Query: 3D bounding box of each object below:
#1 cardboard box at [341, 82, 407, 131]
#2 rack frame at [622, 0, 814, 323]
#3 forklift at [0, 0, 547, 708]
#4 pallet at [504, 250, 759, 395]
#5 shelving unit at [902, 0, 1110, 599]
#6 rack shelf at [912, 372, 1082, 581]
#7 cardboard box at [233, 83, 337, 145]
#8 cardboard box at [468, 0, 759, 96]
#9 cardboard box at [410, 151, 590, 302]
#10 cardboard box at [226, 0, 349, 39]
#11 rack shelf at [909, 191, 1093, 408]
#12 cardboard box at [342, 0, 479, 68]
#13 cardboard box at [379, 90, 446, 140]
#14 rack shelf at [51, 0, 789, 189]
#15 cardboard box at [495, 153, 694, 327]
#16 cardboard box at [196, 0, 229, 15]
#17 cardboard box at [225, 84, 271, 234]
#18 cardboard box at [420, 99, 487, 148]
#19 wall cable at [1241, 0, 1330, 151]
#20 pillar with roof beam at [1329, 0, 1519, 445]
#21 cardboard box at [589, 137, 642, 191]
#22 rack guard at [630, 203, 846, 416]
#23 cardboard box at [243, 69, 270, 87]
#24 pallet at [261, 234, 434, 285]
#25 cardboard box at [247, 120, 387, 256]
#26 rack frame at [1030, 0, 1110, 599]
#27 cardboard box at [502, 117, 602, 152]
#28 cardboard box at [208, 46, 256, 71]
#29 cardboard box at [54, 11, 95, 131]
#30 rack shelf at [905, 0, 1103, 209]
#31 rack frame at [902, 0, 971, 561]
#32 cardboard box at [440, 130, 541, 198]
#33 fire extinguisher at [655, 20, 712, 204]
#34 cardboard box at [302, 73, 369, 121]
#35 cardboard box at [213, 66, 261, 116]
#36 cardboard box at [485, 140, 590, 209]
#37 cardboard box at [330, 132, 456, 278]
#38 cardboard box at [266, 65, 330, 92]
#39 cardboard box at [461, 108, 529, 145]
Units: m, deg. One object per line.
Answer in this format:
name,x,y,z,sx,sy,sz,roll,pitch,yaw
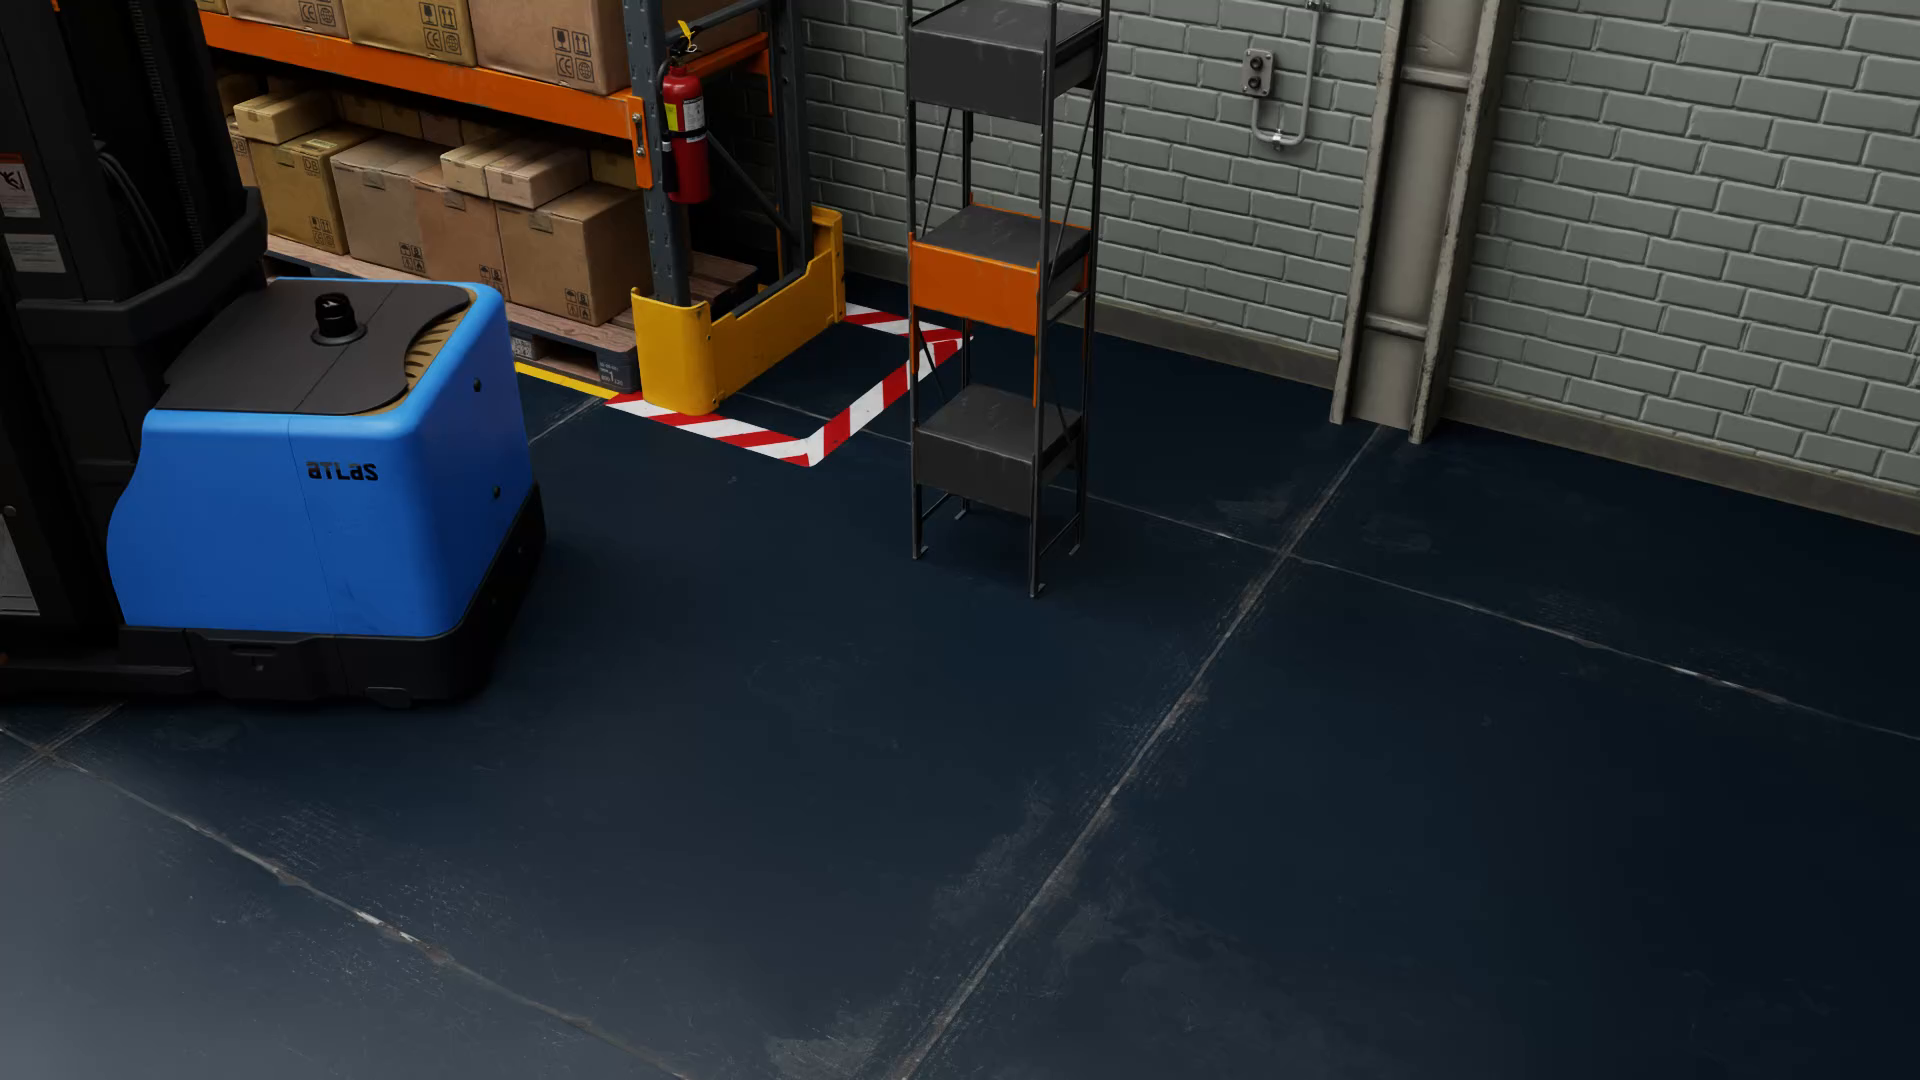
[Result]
cardboard box,-2.743,-2.122,8.021,0.250,0.149,0.380,17,37,24
rack frame,-0.972,-2.093,6.687,0.127,3.000,1.000,18,37,24
forklift,-3.065,-0.989,5.090,3.031,2.935,1.130,2,34,3
pallet,-1.705,-1.115,7.734,1.213,0.211,1.003,18,37,24
shelving unit,0.144,-0.828,5.600,0.503,2.100,0.431,18,37,24
rack shelf,0.144,-0.234,5.995,0.480,0.518,0.431,18,37,24
cardboard box,-3.187,-2.017,7.864,0.250,0.149,0.380,16,37,23
cardboard box,-1.420,-2.354,6.808,0.700,0.700,0.980,19,38,26
cardboard box,-2.064,-1.510,7.687,0.500,0.500,0.700,17,37,24
cardboard box,-2.715,-2.763,7.422,0.700,0.700,0.980,16,37,22
rack shelf,0.144,-0.817,5.607,0.480,0.518,0.431,18,37,24
cardboard box,-2.057,-2.548,7.100,0.700,0.700,0.980,17,37,24
cardboard box,-2.524,-2.052,7.916,0.250,0.149,0.380,18,38,25
rack shelf,-2.709,-2.344,7.713,4.000,0.370,1.077,18,37,24
cardboard box,-1.630,-1.372,7.481,0.500,0.500,0.700,18,37,24
cardboard box,-3.351,-2.958,7.715,0.700,0.700,0.980,17,37,23
cardboard box,-3.412,-1.933,8.323,0.500,0.500,0.700,17,37,24
cardboard box,-2.300,-1.982,7.811,0.250,0.149,0.380,18,38,25
wall cable,0.609,-2.619,6.561,1.851,1.984,0.084,18,37,24
pillar with roof beam,-0.335,-2.192,1.424,0.400,9.000,9.100,18,37,24
cardboard box,-1.422,-1.704,7.394,0.250,0.149,0.380,18,38,25
rack guard,-0.951,-1.046,7.370,0.348,0.500,1.175,18,37,24
cardboard box,-3.847,-2.073,8.533,0.500,0.500,0.700,18,38,25
pallet,-2.760,-1.451,8.239,1.213,0.211,1.003,18,37,24
cardboard box,-2.968,-1.791,8.109,0.500,0.500,0.700,18,38,25
rack frame,0.356,-0.761,5.499,0.015,2.100,0.400,18,37,24
cardboard box,-1.862,-1.843,7.602,0.250,0.149,0.380,18,38,25
cardboard box,-3.874,-2.478,8.556,0.250,0.149,0.380,17,37,24
cardboard box,-5.074,-2.590,8.993,0.750,0.750,0.750,18,38,25
rack shelf,0.144,-1.400,5.219,0.480,0.518,0.431,18,37,24
rack frame,-0.068,-0.896,5.700,0.015,2.100,0.400,18,37,24
cardboard box,-2.054,-1.660,7.327,0.250,0.149,0.380,19,38,26
fire extinguisher,-1.070,-1.642,6.416,0.183,0.674,0.296,18,37,24
cardboard box,-2.968,-2.192,8.127,0.250,0.149,0.380,18,38,25
cardboard box,-3.640,-2.161,8.080,0.250,0.149,0.380,19,38,26
cardboard box,-1.832,-1.590,7.222,0.250,0.149,0.380,17,37,24
cardboard box,-2.501,-1.648,7.894,0.500,0.500,0.700,16,37,23
cardboard box,-3.187,-2.262,8.232,0.250,0.149,0.380,16,37,23
cardboard box,-2.079,-1.912,7.706,0.250,0.149,0.380,18,38,25
